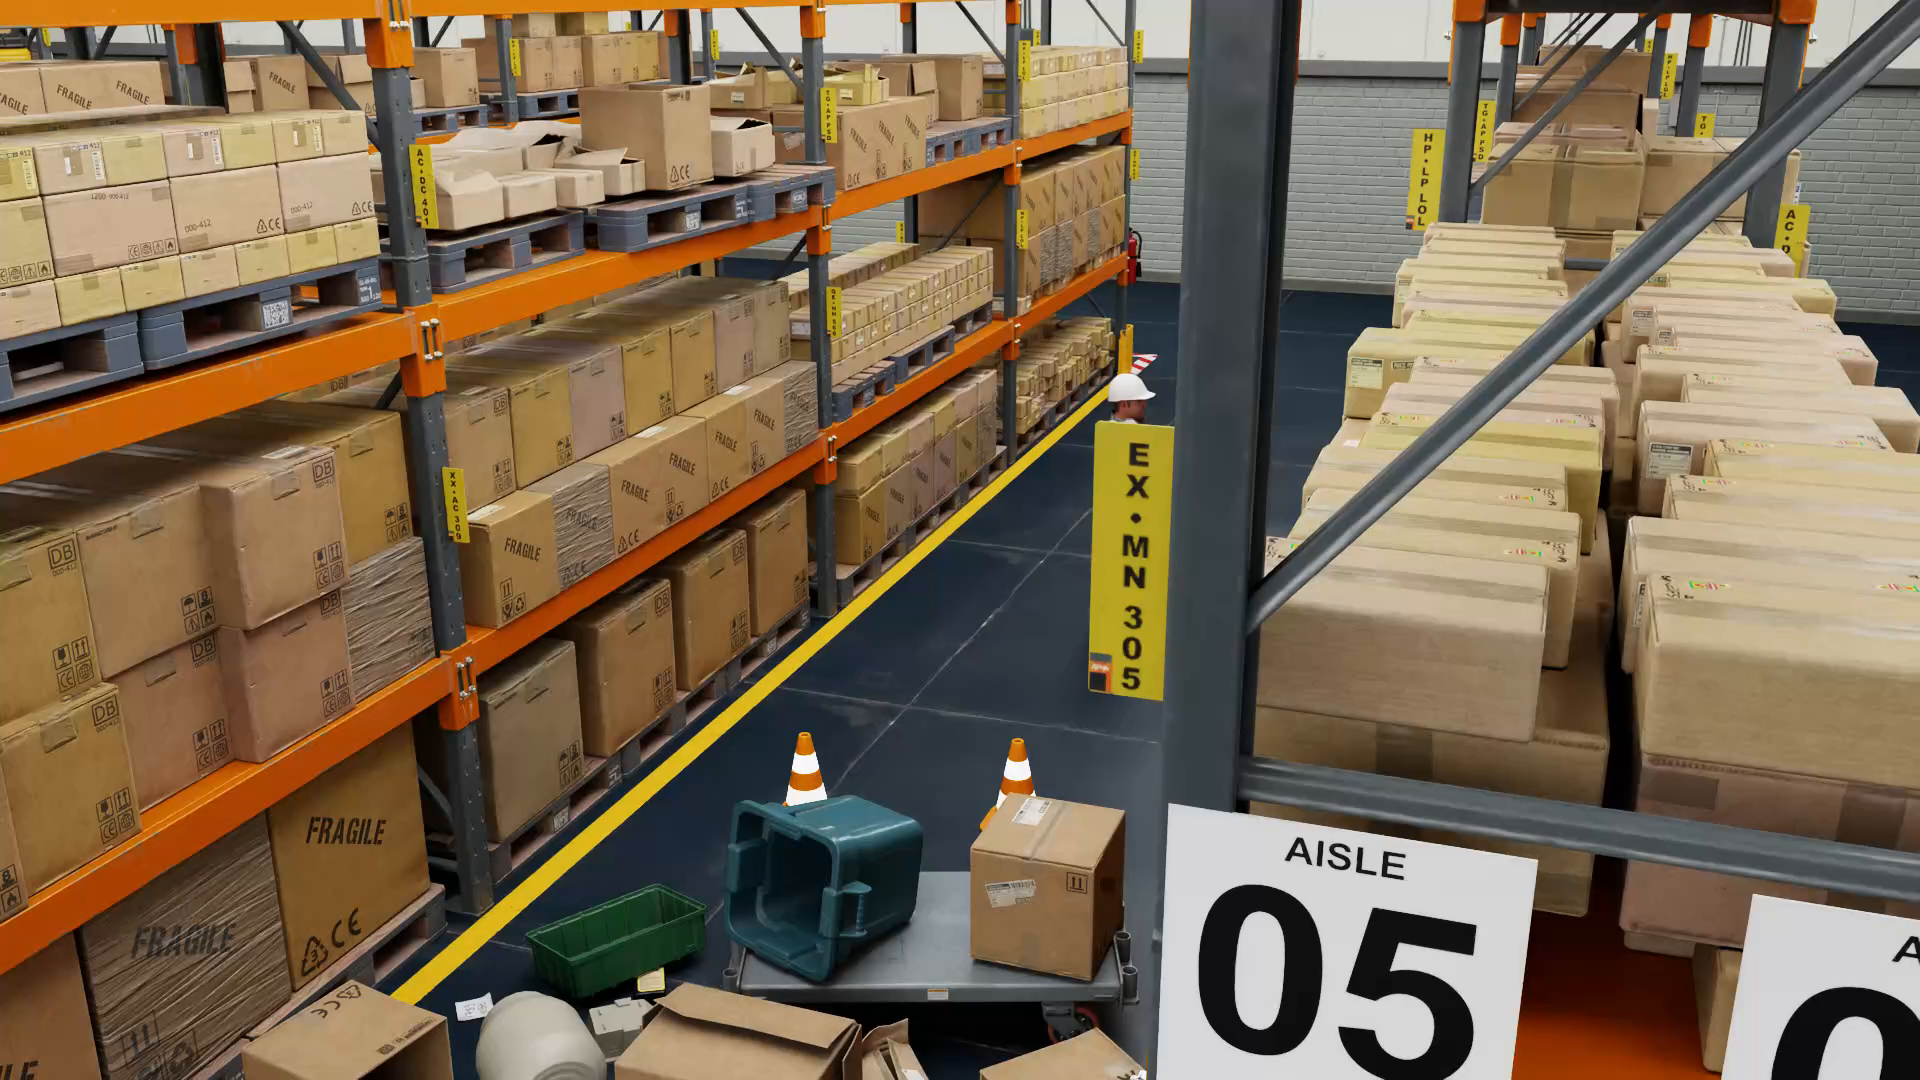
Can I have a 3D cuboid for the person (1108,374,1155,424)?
[{"bbox_3d":[1.062,-0.177,10.552,0.422,1.782,0.539,7,20,19],"label":"person"}]
